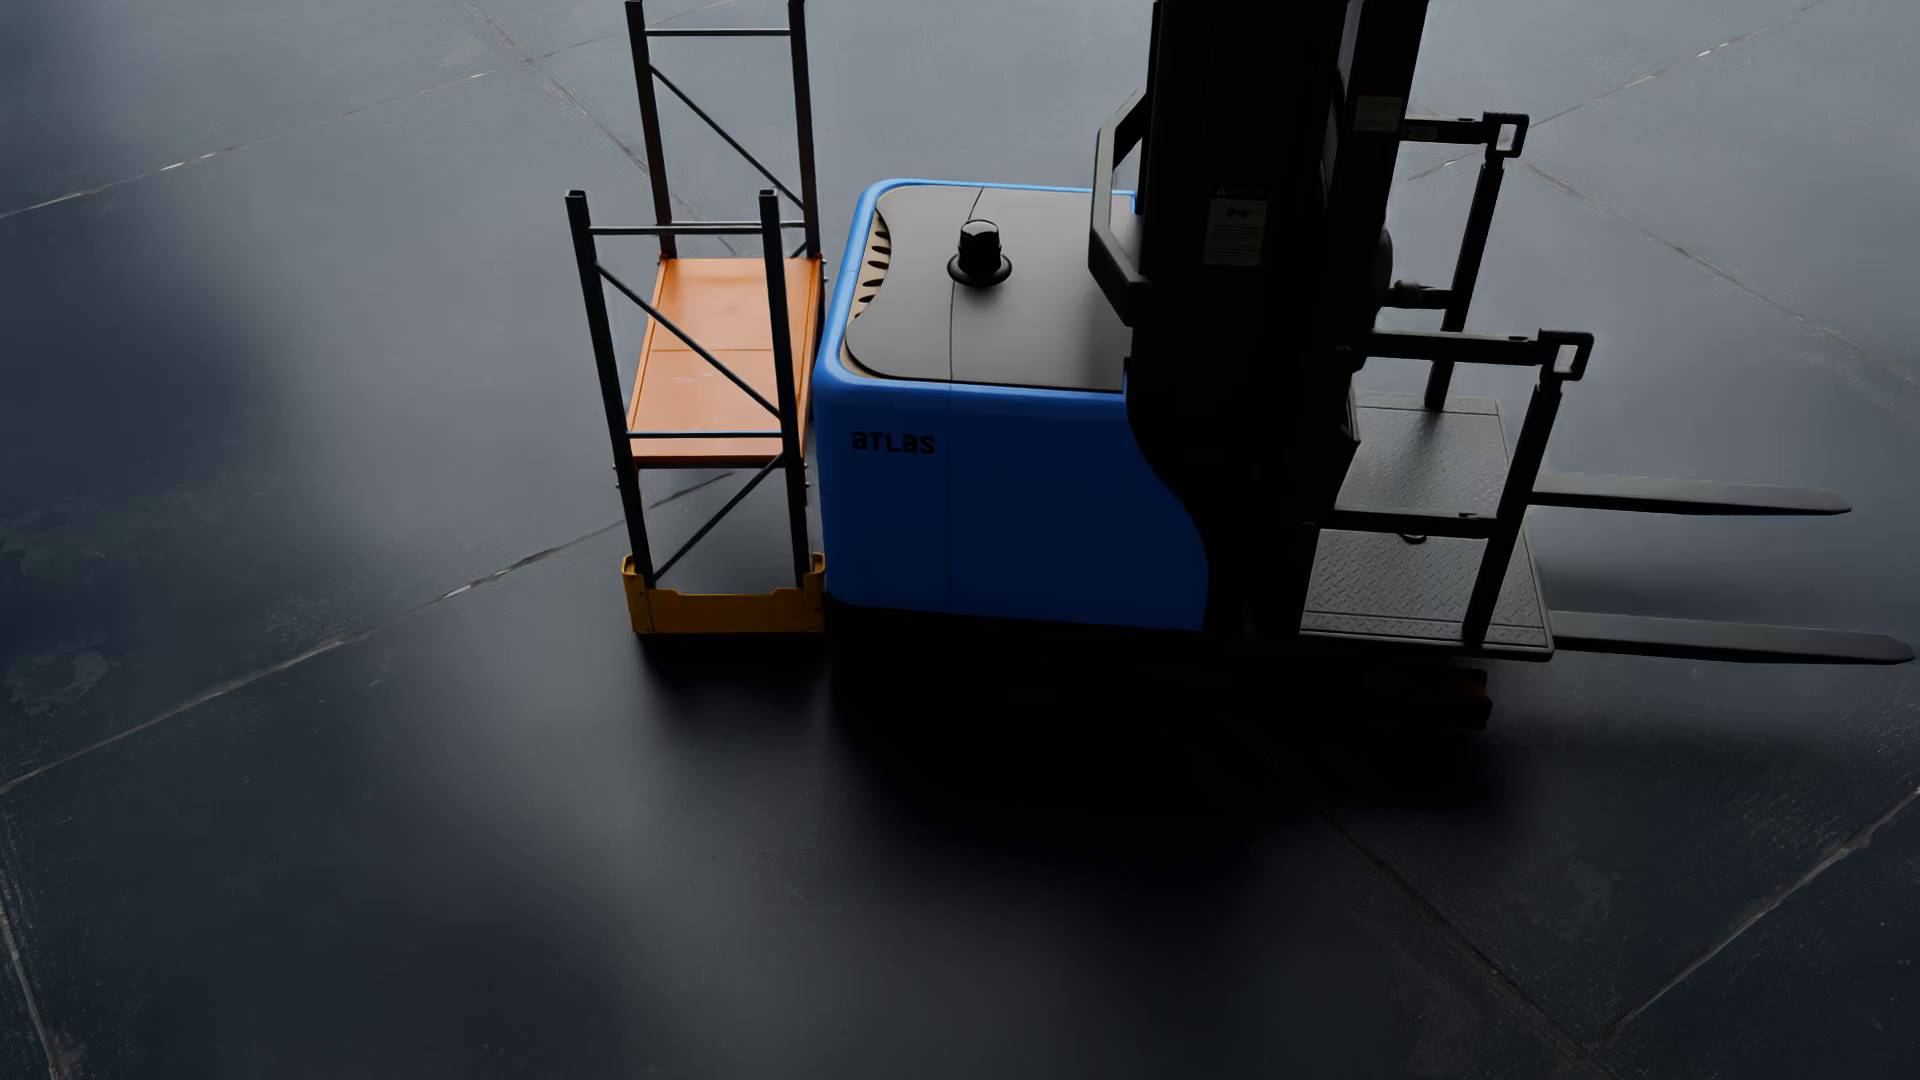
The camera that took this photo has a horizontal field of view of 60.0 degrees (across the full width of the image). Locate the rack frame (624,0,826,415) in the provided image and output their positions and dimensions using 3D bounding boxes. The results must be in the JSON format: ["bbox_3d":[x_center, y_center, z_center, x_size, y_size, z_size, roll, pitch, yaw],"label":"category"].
[{"bbox_3d":[-0.691,-0.982,5.193,0.500,1.500,0.032,0,44,0],"label":"rack frame"}]

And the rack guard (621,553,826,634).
[{"bbox_3d":[-0.684,0.159,4.903,0.587,0.250,0.087,0,44,0],"label":"rack guard"}]

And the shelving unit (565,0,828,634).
[{"bbox_3d":[-0.687,-0.637,4.831,0.587,1.500,1.083,0,44,0],"label":"shelving unit"}]

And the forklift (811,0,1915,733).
[{"bbox_3d":[1.162,-0.904,4.074,3.031,2.935,1.130,4,44,4],"label":"forklift"}]

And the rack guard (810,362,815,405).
[{"bbox_3d":[-0.691,-0.529,5.623,0.587,0.250,0.087,0,44,0],"label":"rack guard"}]

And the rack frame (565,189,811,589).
[{"bbox_3d":[-0.683,-0.280,4.457,0.500,1.500,0.032,0,44,0],"label":"rack frame"}]

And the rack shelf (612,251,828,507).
[{"bbox_3d":[-0.687,-0.501,4.949,0.538,0.185,1.000,0,44,0],"label":"rack shelf"}]
